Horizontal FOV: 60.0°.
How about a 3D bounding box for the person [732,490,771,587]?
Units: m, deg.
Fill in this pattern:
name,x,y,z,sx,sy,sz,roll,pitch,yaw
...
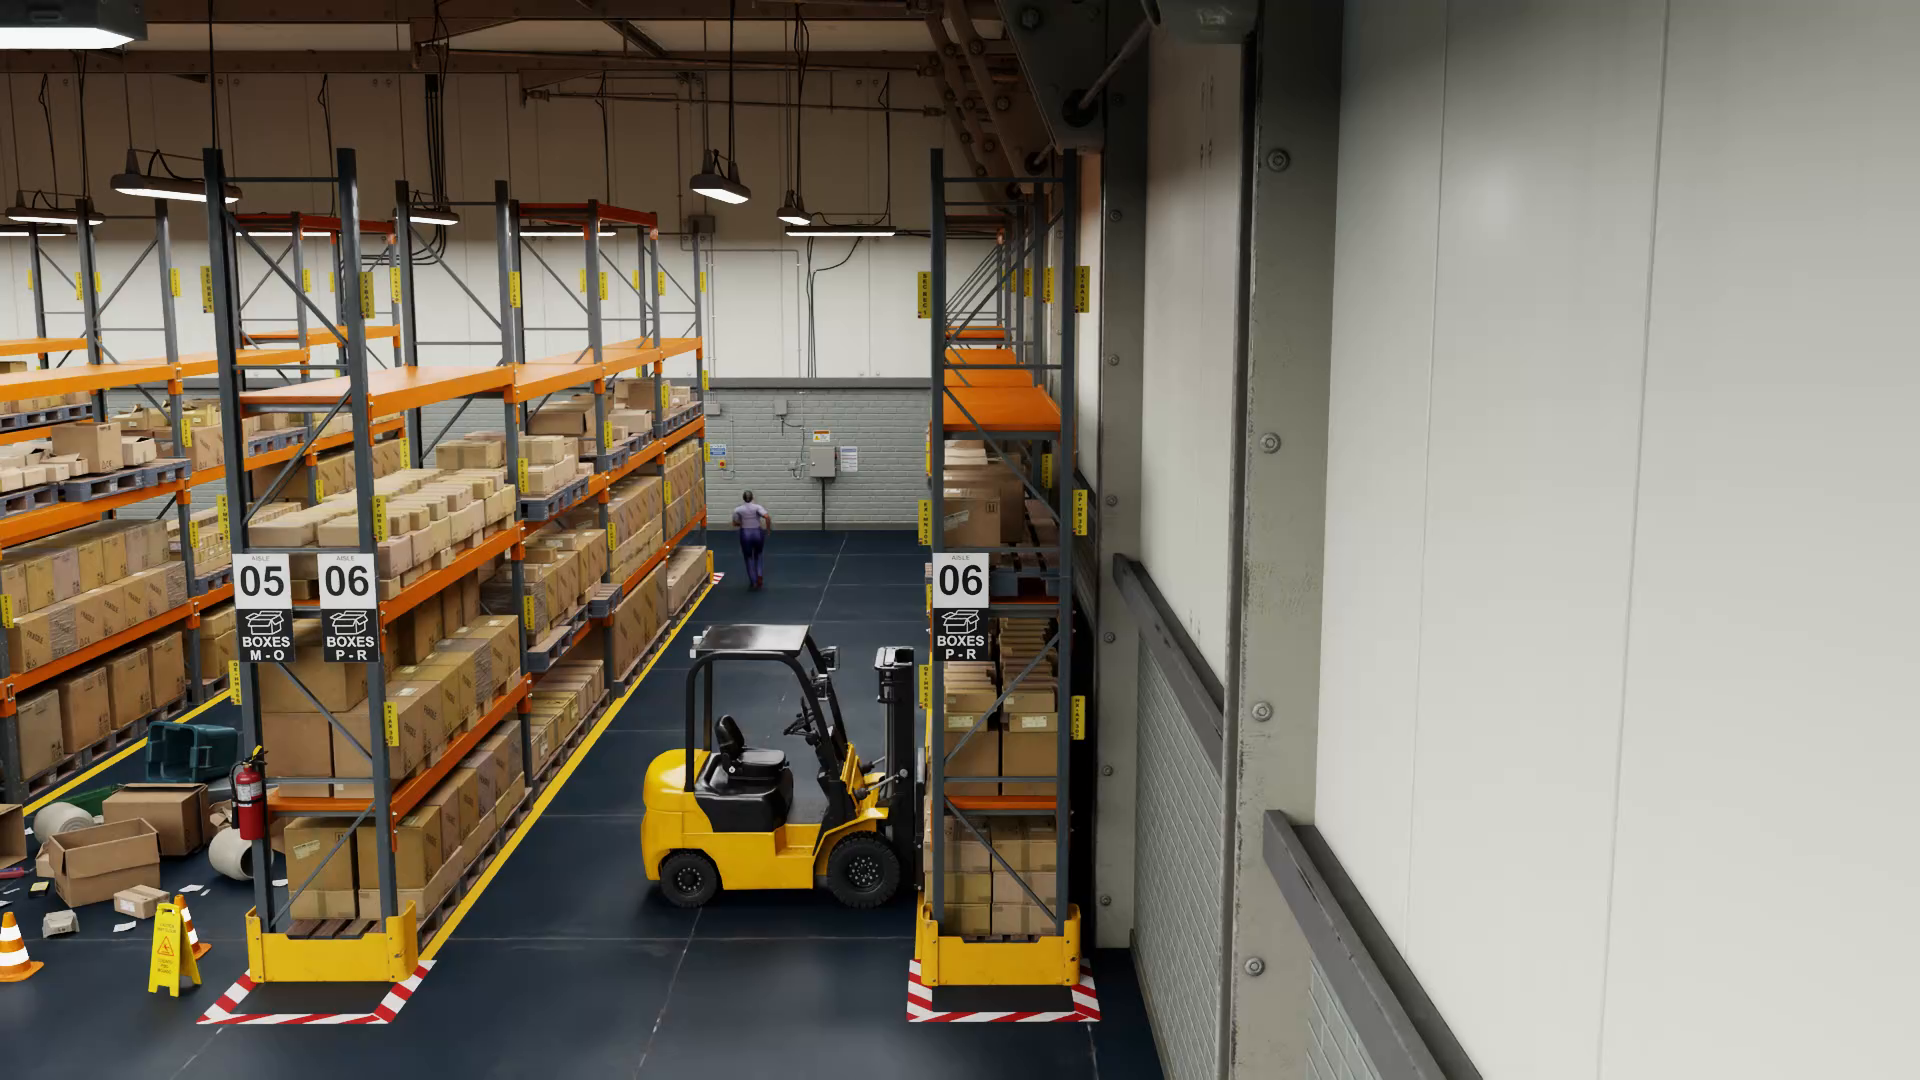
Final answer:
name,x,y,z,sx,sy,sz,roll,pitch,yaw
person,-3.433,0.005,27.415,0.609,1.675,0.638,-3,9,-16
